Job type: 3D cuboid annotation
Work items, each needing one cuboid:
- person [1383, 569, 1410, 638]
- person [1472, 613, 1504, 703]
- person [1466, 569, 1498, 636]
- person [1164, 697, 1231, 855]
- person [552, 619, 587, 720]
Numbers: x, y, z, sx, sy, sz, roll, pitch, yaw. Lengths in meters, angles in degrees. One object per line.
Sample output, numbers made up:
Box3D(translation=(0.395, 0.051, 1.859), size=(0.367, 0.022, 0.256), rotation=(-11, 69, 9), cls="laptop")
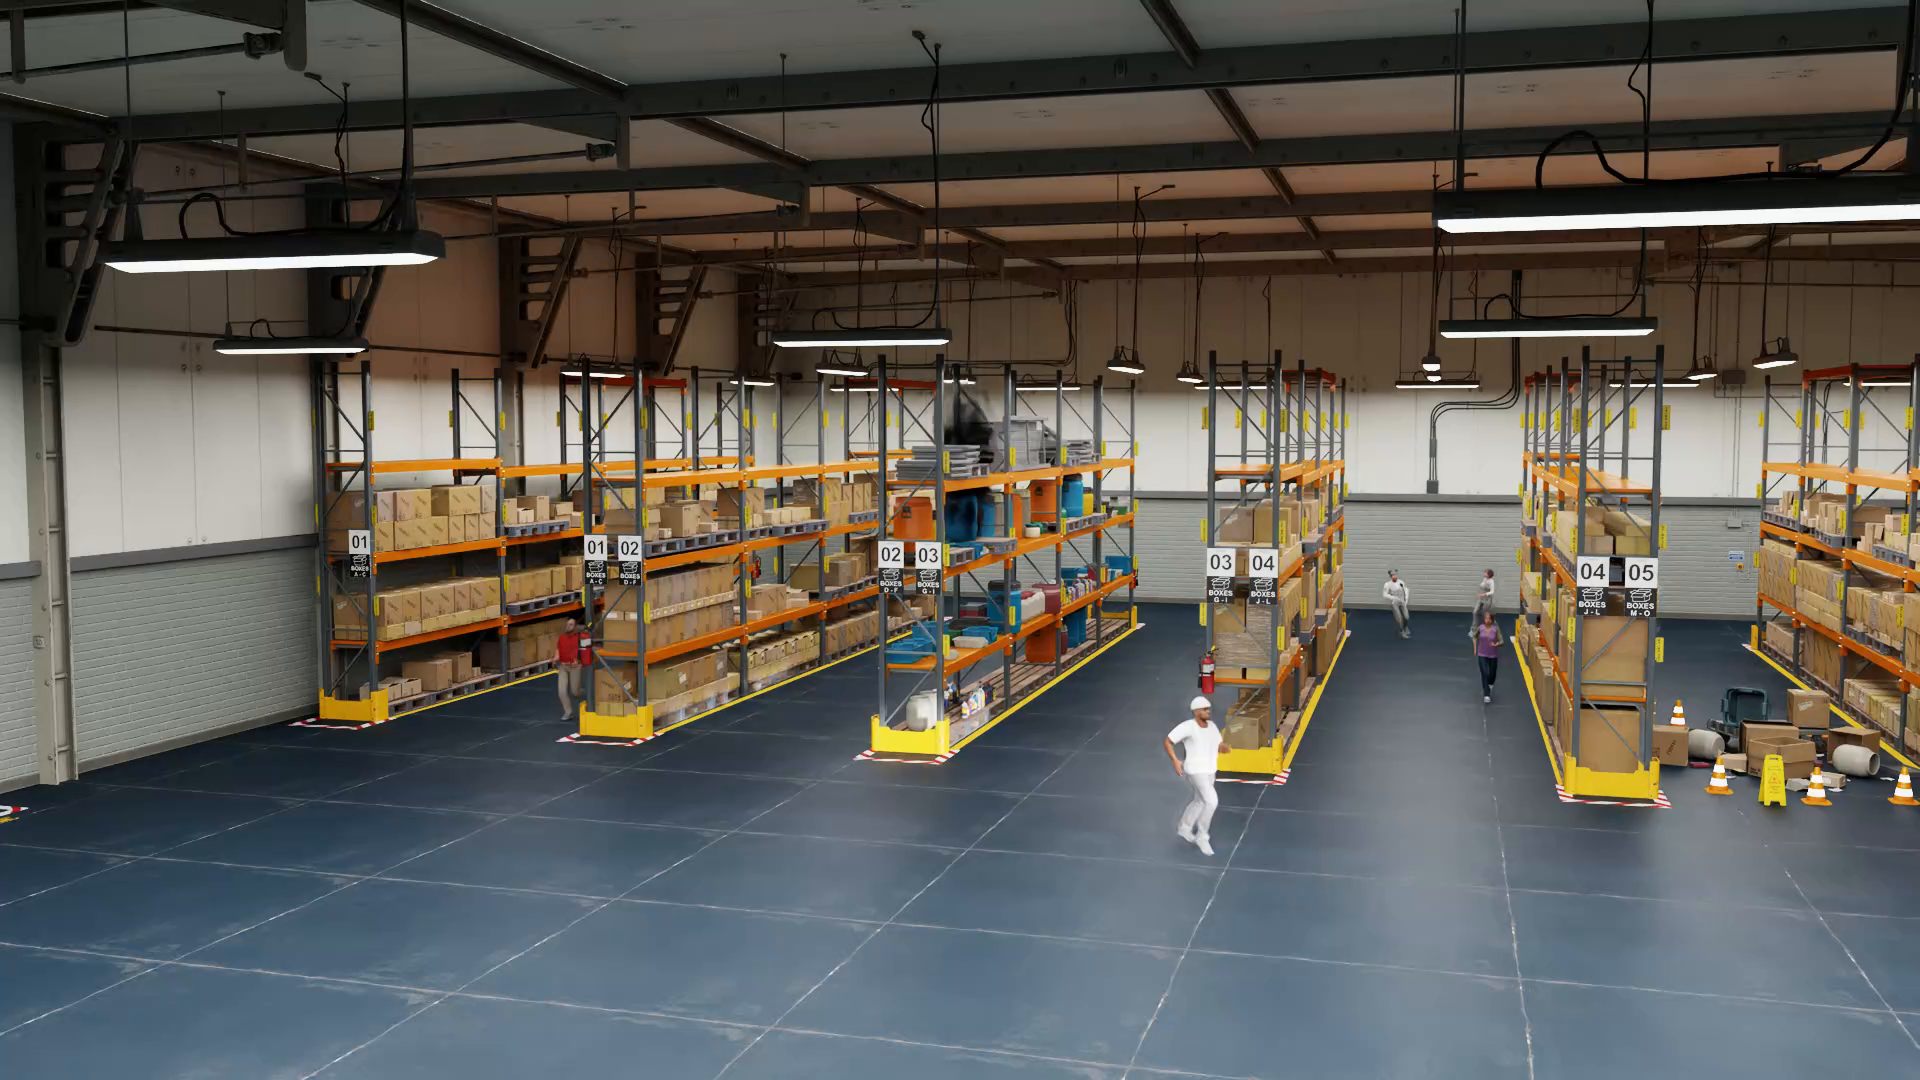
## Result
Box3D(translation=(10.052, 1.466, 38.192), size=(0.677, 1.613, 0.528), rotation=(0, 4, 0), cls="person")
Box3D(translation=(9.430, 2.080, 29.721), size=(0.538, 1.573, 0.804), rotation=(1, 4, 17), cls="person")
Box3D(translation=(12.195, 1.451, 38.590), size=(0.807, 1.582, 0.566), rotation=(-1, 4, -17), cls="person")
Box3D(translation=(2.814, 2.739, 19.405), size=(0.757, 1.821, 0.670), rotation=(4, 6, 45), cls="person")
Box3D(translation=(-6.536, 2.163, 27.996), size=(0.664, 1.675, 0.624), rotation=(1, 4, 14), cls="person")
